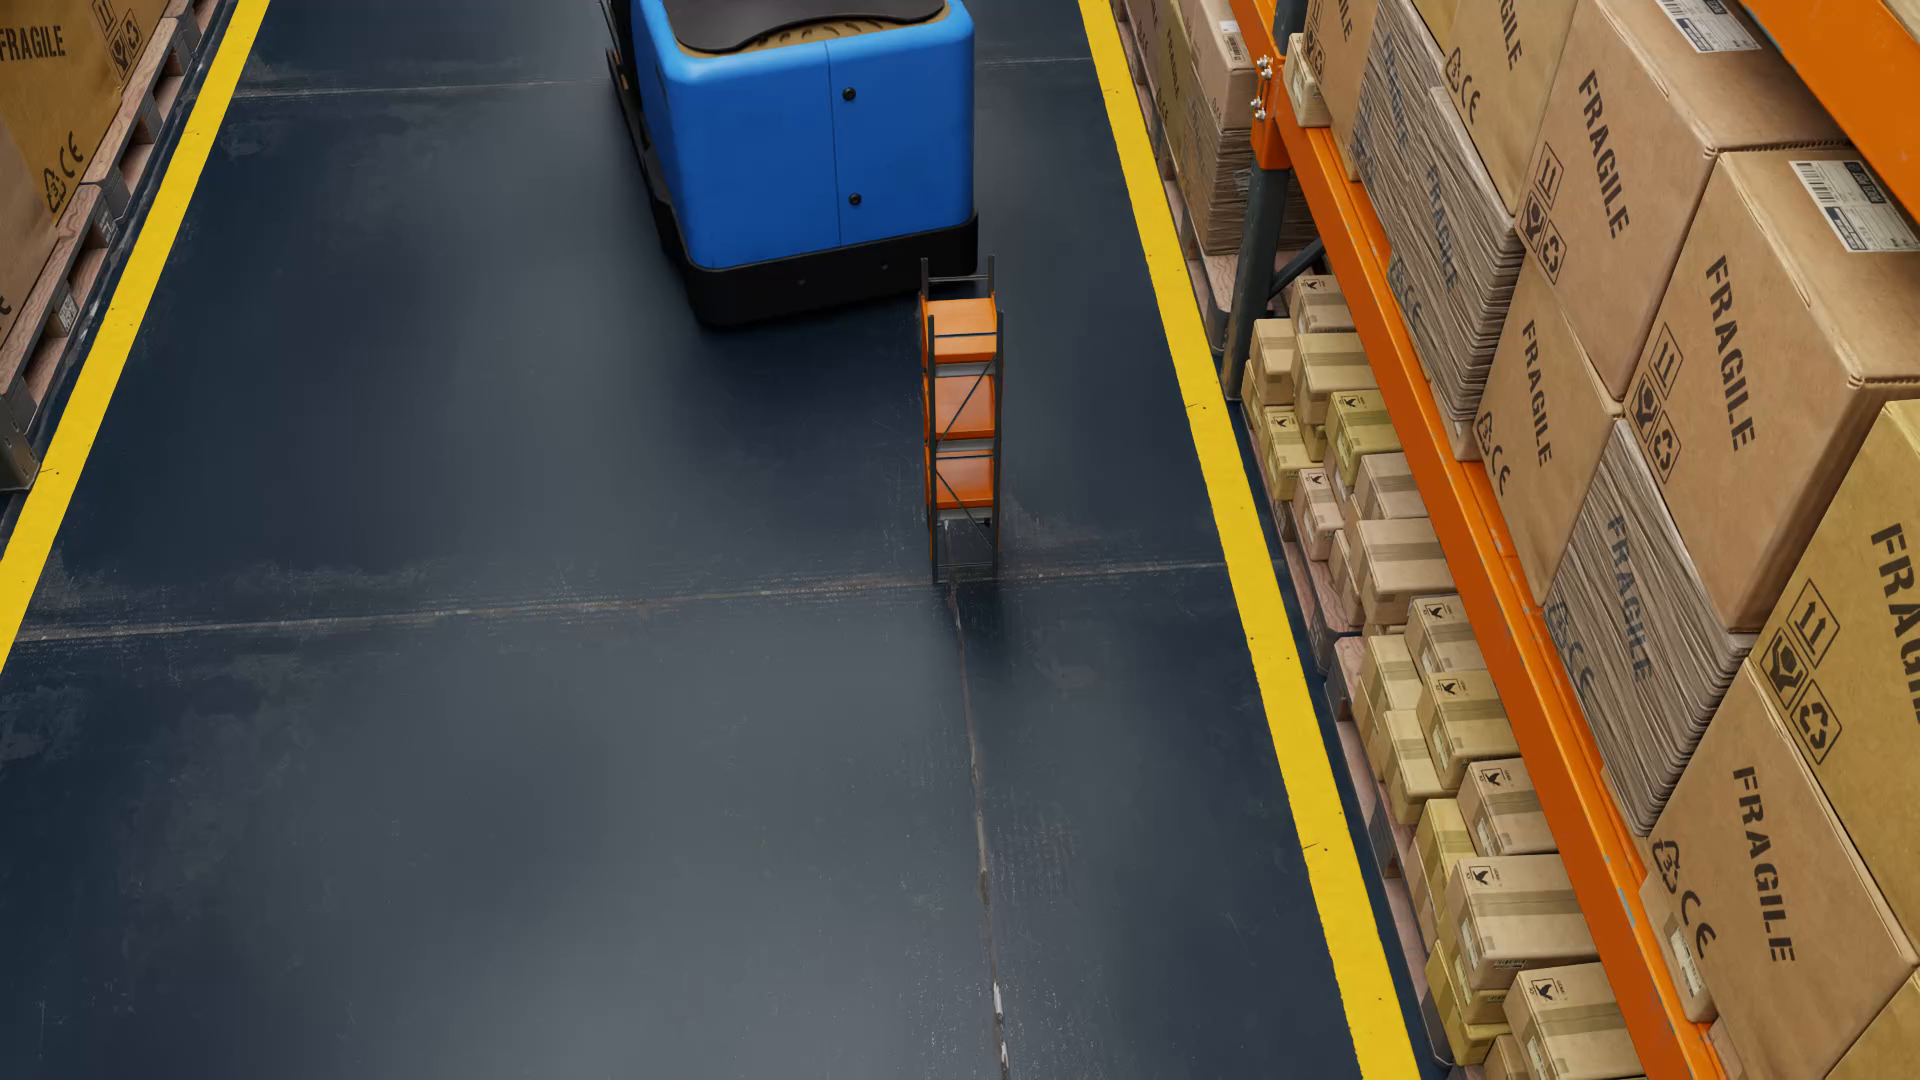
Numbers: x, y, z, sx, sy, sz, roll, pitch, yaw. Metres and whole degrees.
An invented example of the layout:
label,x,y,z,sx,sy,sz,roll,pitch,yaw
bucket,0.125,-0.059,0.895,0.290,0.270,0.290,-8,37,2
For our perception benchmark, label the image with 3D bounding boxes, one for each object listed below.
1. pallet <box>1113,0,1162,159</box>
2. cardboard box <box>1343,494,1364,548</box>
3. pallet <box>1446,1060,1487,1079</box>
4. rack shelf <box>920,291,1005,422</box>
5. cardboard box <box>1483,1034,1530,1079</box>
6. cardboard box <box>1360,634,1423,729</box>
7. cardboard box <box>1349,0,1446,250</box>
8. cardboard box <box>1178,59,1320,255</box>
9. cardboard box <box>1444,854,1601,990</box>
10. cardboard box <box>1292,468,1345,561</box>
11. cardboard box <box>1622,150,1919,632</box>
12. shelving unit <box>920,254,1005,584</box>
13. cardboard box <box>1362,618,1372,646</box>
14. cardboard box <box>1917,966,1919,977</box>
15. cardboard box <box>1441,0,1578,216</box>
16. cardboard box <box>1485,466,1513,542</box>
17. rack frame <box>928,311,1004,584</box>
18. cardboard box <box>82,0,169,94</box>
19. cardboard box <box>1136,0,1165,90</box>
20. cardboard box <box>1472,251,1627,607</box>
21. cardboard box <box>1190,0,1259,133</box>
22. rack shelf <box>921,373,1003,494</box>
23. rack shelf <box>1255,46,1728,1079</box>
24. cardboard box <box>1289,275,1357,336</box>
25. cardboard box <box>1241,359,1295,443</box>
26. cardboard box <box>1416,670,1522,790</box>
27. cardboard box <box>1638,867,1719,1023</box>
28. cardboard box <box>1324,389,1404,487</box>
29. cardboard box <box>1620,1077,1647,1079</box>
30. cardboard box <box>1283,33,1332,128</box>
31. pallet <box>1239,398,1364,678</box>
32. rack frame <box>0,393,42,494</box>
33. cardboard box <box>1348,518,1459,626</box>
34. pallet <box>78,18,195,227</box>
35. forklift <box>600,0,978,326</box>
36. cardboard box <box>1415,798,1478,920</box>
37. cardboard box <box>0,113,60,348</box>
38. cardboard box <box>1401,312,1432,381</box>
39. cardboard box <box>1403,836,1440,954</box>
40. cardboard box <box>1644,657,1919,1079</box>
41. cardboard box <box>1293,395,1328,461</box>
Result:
label,x,y,z,sx,sy,sz,roll,pitch,yaw
pallet,1.234,-2.064,7.059,1.003,0.211,1.213,-3,47,-3
cardboard box,1.304,-0.012,4.665,0.380,0.149,0.250,-6,47,-5
pallet,1.701,1.633,3.558,1.003,0.211,1.213,-3,47,-3
rack shelf,0.004,-0.510,4.634,0.215,0.259,0.240,-3,47,-3
cardboard box,1.396,1.233,3.691,0.380,0.149,0.250,-3,47,-3
cardboard box,1.261,0.375,4.299,0.380,0.149,0.250,-4,47,-4
cardboard box,1.244,-0.980,3.839,0.500,0.500,0.500,-3,47,-3
cardboard box,1.092,-1.380,5.923,0.500,0.500,0.500,-4,47,-4
cardboard box,1.295,0.836,3.657,0.380,0.149,0.250,-2,47,-2
cardboard box,1.211,-0.087,4.940,0.380,0.149,0.250,-4,47,-3
cardboard box,1.359,-0.219,2.429,0.500,0.500,0.500,-1,47,-1
shelving unit,0.004,-0.322,4.832,0.215,1.050,0.252,-3,47,-3
cardboard box,1.339,0.286,4.587,0.380,0.149,0.250,-5,47,-5
cardboard box,1.454,0.523,1.727,0.500,0.500,0.500,-4,47,-4
cardboard box,1.270,-0.973,3.144,0.500,0.500,0.500,-3,47,-3
cardboard box,1.330,-0.123,3.473,0.380,0.149,0.250,-2,47,-2
rack frame,0.015,-0.234,4.749,0.200,1.050,0.008,-3,47,-3
cardboard box,-3.808,-2.358,6.592,0.875,0.875,0.875,-3,47,-3
cardboard box,1.011,-2.122,6.627,0.500,0.500,0.500,-4,47,-4
cardboard box,1.325,-0.227,3.126,0.500,0.500,0.500,-1,47,-1
cardboard box,1.091,-1.641,5.654,0.500,0.250,0.500,-5,47,-4
rack shelf,0.004,-0.315,4.840,0.215,0.259,0.240,-3,47,-3
rack shelf,1.573,0.120,3.566,1.077,0.370,4.000,-3,47,-3
cardboard box,1.228,-0.682,5.094,0.380,0.149,0.250,-2,47,-2
cardboard box,1.116,-0.456,5.290,0.380,0.149,0.250,-5,47,-5
cardboard box,1.333,0.451,4.022,0.380,0.149,0.250,-3,47,-3
cardboard box,1.367,0.641,2.750,0.380,0.149,0.250,-2,47,-2
cardboard box,1.262,-0.299,4.731,0.380,0.149,0.250,-4,47,-4
cardboard box,1.331,1.218,3.295,0.380,0.149,0.250,-4,47,-4
cardboard box,1.103,-1.264,4.554,0.380,0.149,0.250,-2,47,-2
pallet,1.497,-0.132,5.230,1.003,0.211,1.213,-3,47,-3
rack frame,-3.519,-1.201,4.321,1.000,3.000,0.127,-3,47,-3
cardboard box,1.247,0.078,4.375,0.380,0.149,0.250,-3,47,-2
pallet,-3.764,-1.680,6.696,1.003,0.211,1.213,-3,47,-3
forklift,-0.857,-2.856,5.937,1.130,2.935,3.031,-13,48,-12
cardboard box,1.307,0.752,3.941,0.380,0.149,0.250,-1,47,-1
cardboard box,-3.650,-1.058,5.360,0.875,0.875,0.875,-2,47,-2
cardboard box,1.246,-0.508,3.838,0.380,0.149,0.250,-3,47,-3
cardboard box,1.309,0.853,4.050,0.380,0.149,0.250,-3,47,-3
cardboard box,1.408,0.500,2.437,0.500,0.500,0.500,-4,47,-4
cardboard box,1.228,-0.382,5.015,0.380,0.149,0.250,-3,47,-3
